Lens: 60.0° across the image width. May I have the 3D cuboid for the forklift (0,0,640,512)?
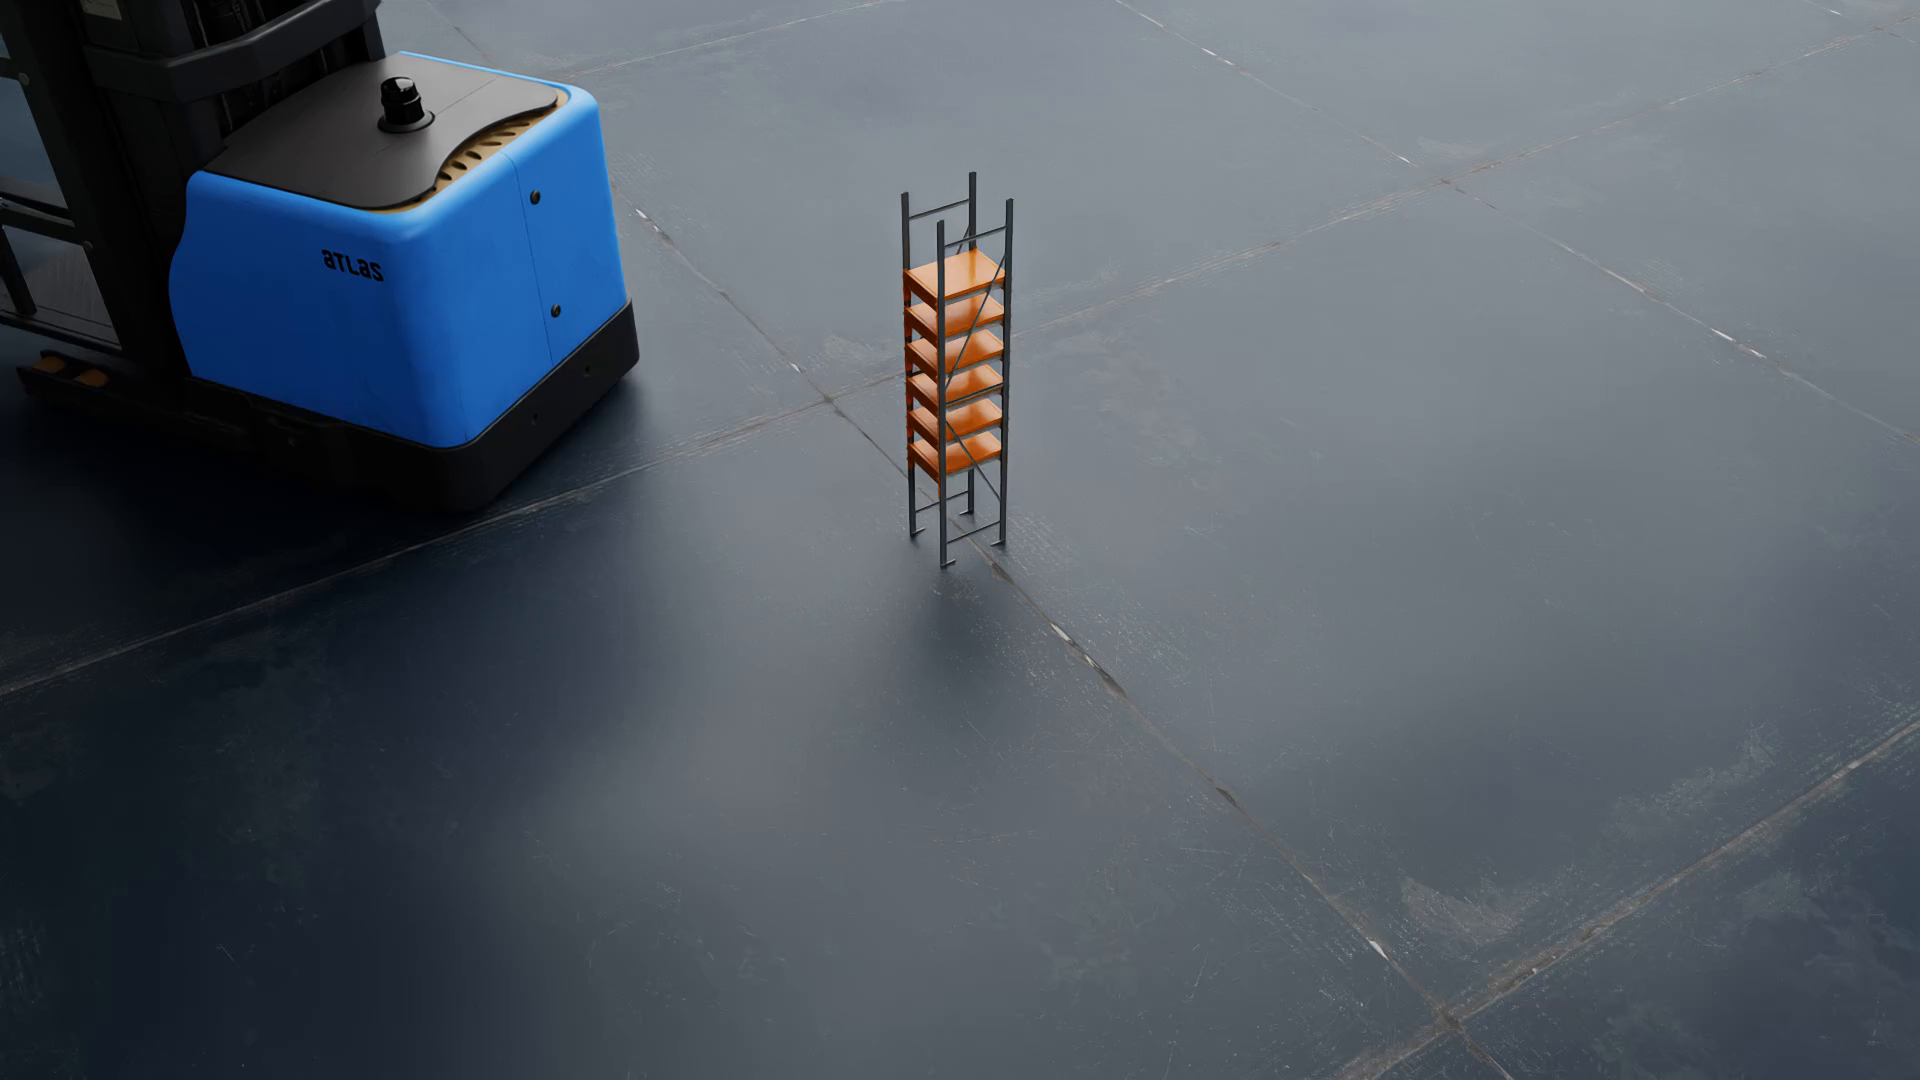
[{"bbox_3d":[-2.702,-1.838,5.166,3.031,2.935,1.130,16,42,18],"label":"forklift"}]

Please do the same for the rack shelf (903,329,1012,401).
[{"bbox_3d":[-0.008,-0.527,4.827,0.258,0.103,0.180,-22,45,-24],"label":"rack shelf"}]

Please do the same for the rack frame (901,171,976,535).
[{"bbox_3d":[-0.057,-0.518,4.935,0.240,1.200,0.006,-22,45,-24],"label":"rack frame"}]

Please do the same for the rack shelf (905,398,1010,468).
[{"bbox_3d":[-0.008,-0.342,4.981,0.258,0.103,0.180,-22,45,-24],"label":"rack shelf"}]

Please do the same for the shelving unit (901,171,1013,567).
[{"bbox_3d":[-0.008,-0.469,4.875,0.258,1.200,0.189,-22,45,-24],"label":"shelving unit"}]

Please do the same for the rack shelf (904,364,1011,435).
[{"bbox_3d":[-0.008,-0.435,4.904,0.258,0.103,0.180,-22,45,-24],"label":"rack shelf"}]

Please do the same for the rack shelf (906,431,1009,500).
[{"bbox_3d":[-0.008,-0.250,5.057,0.258,0.103,0.180,-22,45,-24],"label":"rack shelf"}]

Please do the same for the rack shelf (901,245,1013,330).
[{"bbox_3d":[-0.008,-0.711,4.673,0.258,0.103,0.180,-22,45,-24],"label":"rack shelf"}]

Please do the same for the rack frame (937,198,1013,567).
[{"bbox_3d":[0.041,-0.419,4.816,0.240,1.200,0.006,-22,45,-24],"label":"rack frame"}]

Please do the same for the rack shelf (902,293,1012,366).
[{"bbox_3d":[-0.008,-0.619,4.750,0.258,0.103,0.180,-22,45,-24],"label":"rack shelf"}]
